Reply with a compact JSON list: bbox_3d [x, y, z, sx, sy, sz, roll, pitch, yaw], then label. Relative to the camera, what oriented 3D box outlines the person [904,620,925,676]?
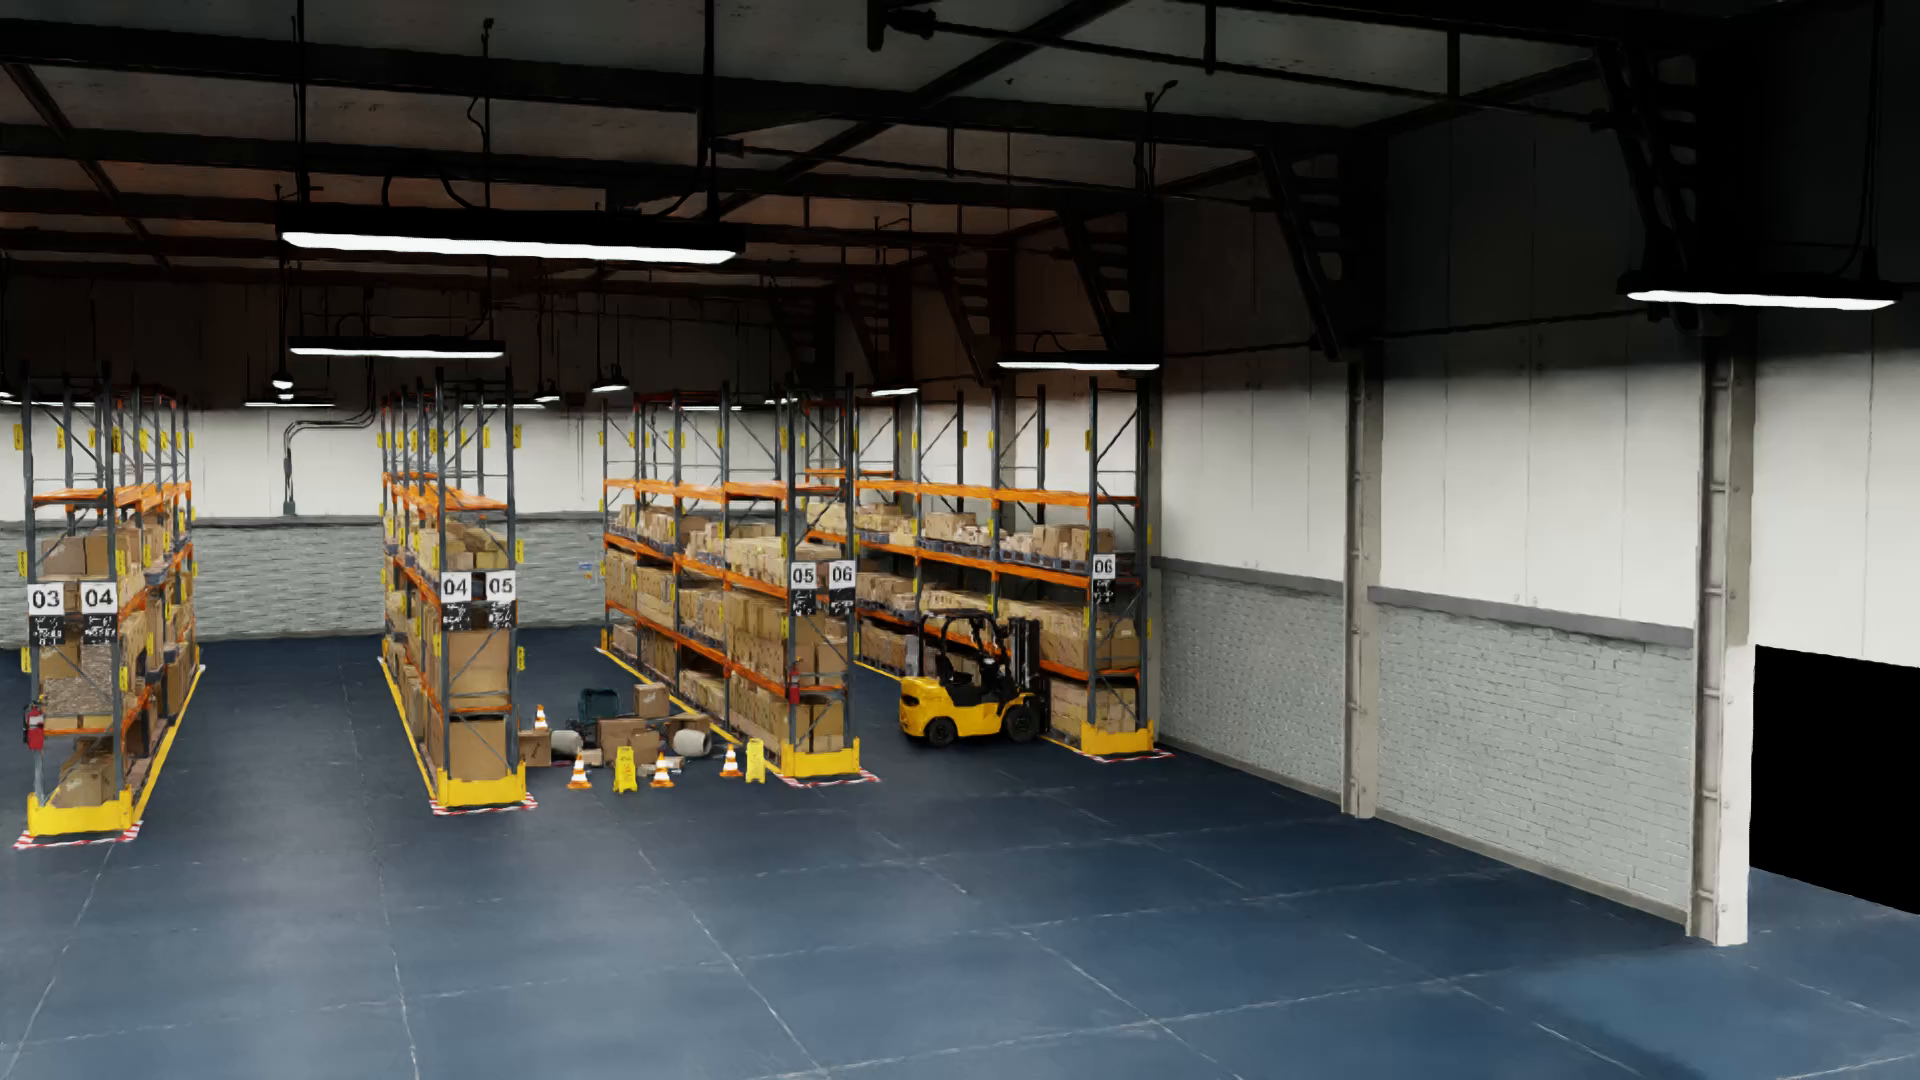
[{"bbox_3d":[-0.813,2.306,30.683,0.496,1.677,0.432,3,4,37],"label":"person"}]
